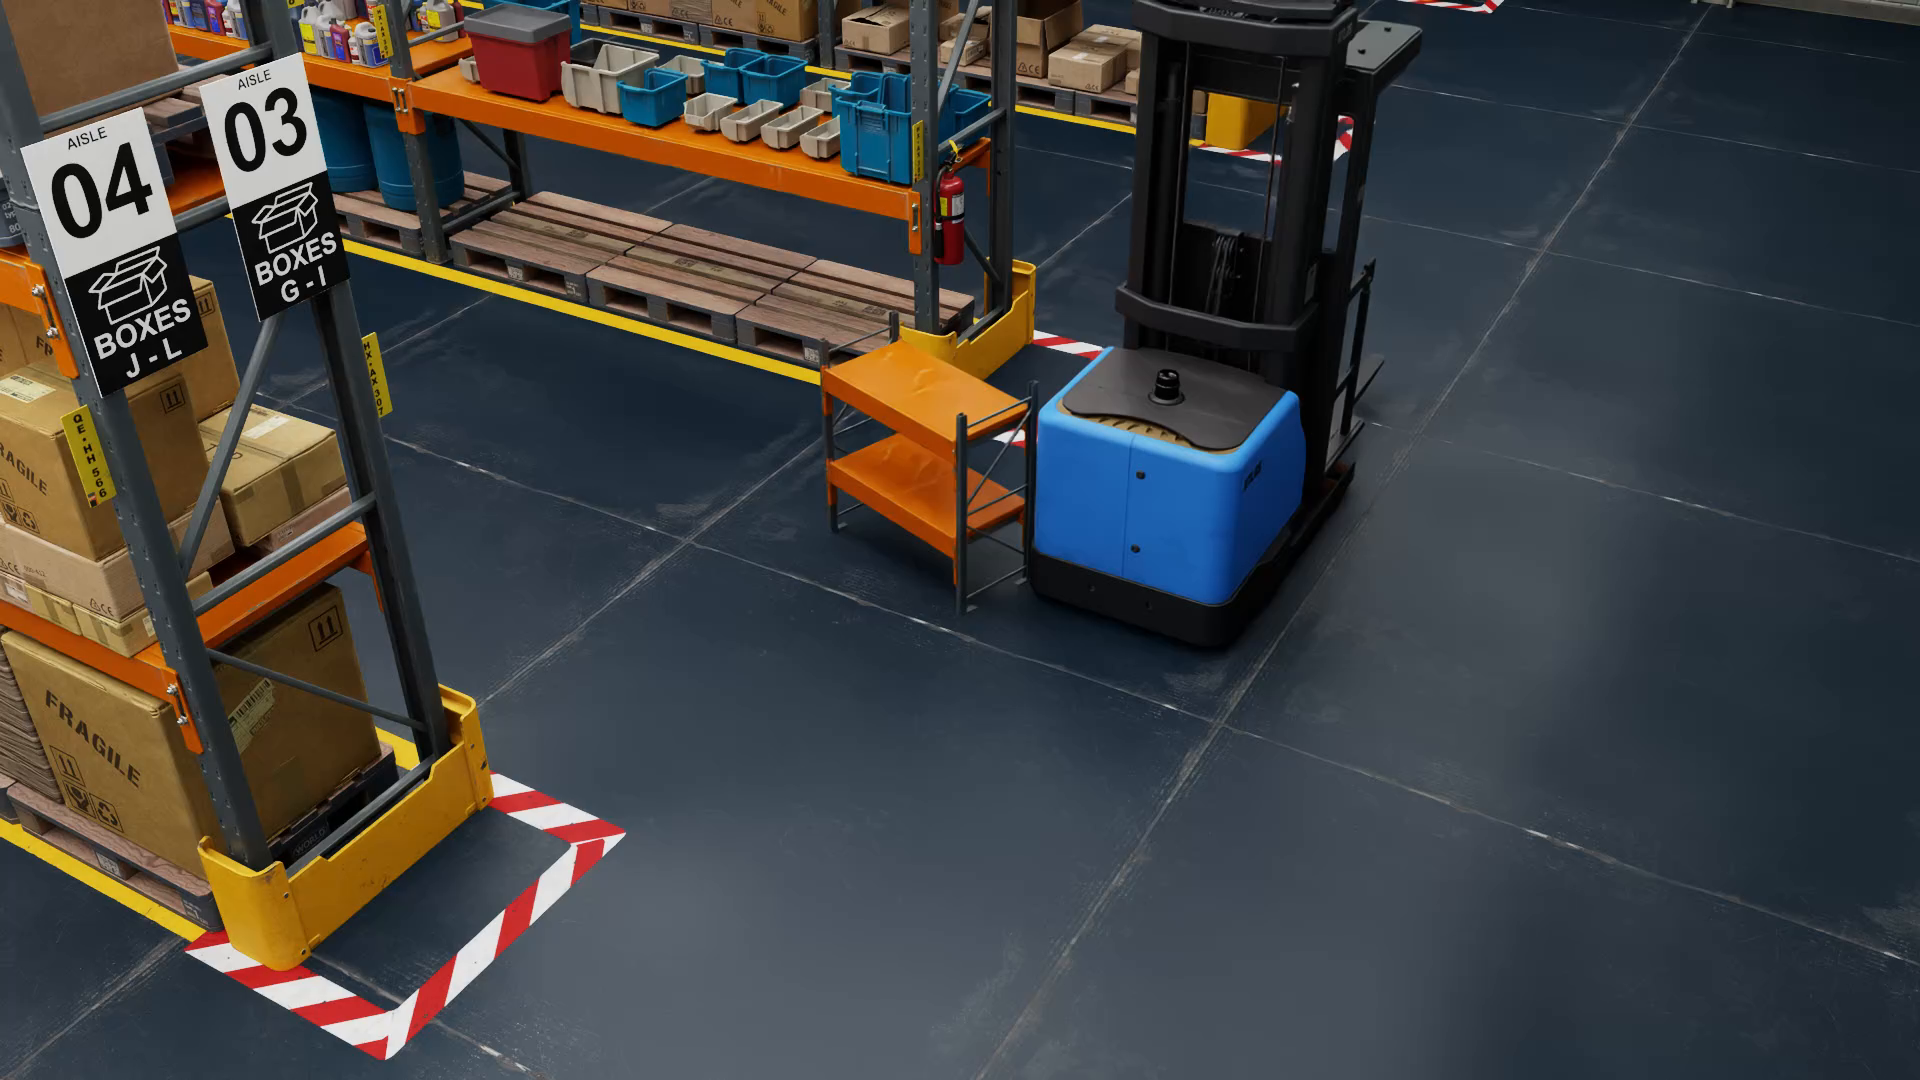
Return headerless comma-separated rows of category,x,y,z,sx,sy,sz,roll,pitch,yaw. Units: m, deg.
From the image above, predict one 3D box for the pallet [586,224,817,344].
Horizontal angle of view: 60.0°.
pallet,-1.720,-1.741,11.174,1.213,0.211,1.003,18,37,24

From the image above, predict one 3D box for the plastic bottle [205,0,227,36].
plastic bottle,-5.241,-3.706,11.714,0.133,0.283,0.061,18,37,24

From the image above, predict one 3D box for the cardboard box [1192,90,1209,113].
cardboard box,1.898,-3.876,13.723,0.500,0.500,0.500,18,37,24

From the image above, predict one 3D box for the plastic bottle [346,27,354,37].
plastic bottle,-4.144,-3.375,11.291,0.097,0.201,0.097,0,34,0

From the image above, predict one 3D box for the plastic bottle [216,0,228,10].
plastic bottle,-5.217,-3.744,11.782,0.097,0.271,0.097,0,34,0

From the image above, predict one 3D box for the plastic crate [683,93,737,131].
plastic crate,-1.531,-2.596,10.126,0.250,0.136,0.298,18,37,24

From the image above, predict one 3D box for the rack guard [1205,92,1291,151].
rack guard,2.427,-3.683,13.830,0.348,0.500,1.175,18,37,24

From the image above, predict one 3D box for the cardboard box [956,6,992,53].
cardboard box,0.306,-4.640,15.041,0.500,0.311,0.500,18,37,24

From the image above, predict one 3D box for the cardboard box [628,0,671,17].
cardboard box,-2.854,-5.360,15.951,0.500,0.500,0.500,16,37,23

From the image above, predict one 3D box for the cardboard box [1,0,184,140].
cardboard box,-2.904,-1.560,5.121,0.500,0.500,0.700,15,37,22

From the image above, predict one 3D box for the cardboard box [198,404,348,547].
cardboard box,-2.709,-0.260,6.301,0.500,0.250,0.500,17,37,23

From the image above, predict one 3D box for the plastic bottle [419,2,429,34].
plastic bottle,-3.773,-3.703,11.784,0.097,0.201,0.097,0,34,0

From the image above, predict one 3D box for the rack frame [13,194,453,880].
rack frame,-2.426,0.063,5.948,0.127,3.000,1.000,18,37,24

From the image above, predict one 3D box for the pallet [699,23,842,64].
pallet,-1.705,-4.848,15.839,1.213,0.211,1.003,18,37,24

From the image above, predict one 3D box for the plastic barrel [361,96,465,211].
plastic barrel,-3.905,-2.879,11.882,0.708,0.901,0.600,18,37,24

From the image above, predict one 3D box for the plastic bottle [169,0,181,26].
plastic bottle,-5.609,-3.829,11.910,0.097,0.271,0.097,0,34,0

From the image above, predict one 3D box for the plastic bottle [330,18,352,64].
plastic bottle,-4.167,-3.366,11.204,0.133,0.283,0.061,18,37,24

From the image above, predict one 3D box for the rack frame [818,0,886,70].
rack frame,-0.980,-5.803,14.758,0.127,3.000,1.000,18,37,24

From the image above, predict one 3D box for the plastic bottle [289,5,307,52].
plastic bottle,-4.562,-3.546,11.413,0.185,0.351,0.144,18,37,24

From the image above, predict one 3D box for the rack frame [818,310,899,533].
rack frame,-0.506,-0.606,8.645,0.500,1.125,0.032,-27,42,-34

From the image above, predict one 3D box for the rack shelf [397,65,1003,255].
rack shelf,-1.705,-2.571,10.553,4.000,0.370,1.077,18,37,24

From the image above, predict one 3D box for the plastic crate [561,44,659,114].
plastic crate,-2.207,-2.887,10.432,0.530,0.282,0.437,18,37,24

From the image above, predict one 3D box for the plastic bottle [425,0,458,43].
plastic bottle,-3.621,-3.663,11.590,0.185,0.351,0.144,18,37,24

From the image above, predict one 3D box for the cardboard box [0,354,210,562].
cardboard box,-2.979,-0.318,5.711,0.500,0.500,0.500,18,38,25

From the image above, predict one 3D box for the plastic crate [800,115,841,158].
plastic crate,-0.766,-2.372,9.790,0.243,0.136,0.396,18,37,24

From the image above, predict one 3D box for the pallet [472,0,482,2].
pallet,-5.149,-5.987,17.551,1.213,0.211,1.003,18,37,24

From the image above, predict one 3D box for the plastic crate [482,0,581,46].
plastic crate,-2.867,-3.474,11.221,0.575,0.384,0.392,18,37,24

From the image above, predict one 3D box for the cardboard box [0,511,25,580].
cardboard box,-3.419,-0.143,6.126,0.500,0.250,0.500,17,37,24

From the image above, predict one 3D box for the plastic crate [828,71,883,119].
plastic crate,-0.591,-2.683,10.169,0.300,0.233,0.416,18,37,24

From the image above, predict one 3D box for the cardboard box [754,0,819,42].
cardboard box,-1.551,-4.943,15.325,0.500,0.500,0.500,17,37,24

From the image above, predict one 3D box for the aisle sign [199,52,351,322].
aisle sign,-2.215,-1.143,5.415,0.004,0.787,0.394,18,37,24

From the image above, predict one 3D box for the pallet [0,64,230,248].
pallet,-3.075,-1.347,5.440,1.213,0.211,1.003,18,37,24

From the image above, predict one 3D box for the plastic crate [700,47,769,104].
plastic crate,-1.423,-2.946,10.565,0.300,0.233,0.416,18,37,24

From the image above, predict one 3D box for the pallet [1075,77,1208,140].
pallet,1.734,-3.782,14.239,1.213,0.211,1.003,18,37,24

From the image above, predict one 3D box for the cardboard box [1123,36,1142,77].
cardboard box,1.727,-4.165,14.382,0.500,0.250,0.500,18,37,24

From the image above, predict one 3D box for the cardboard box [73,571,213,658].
cardboard box,-2.899,0.229,5.927,0.250,0.149,0.380,18,38,25

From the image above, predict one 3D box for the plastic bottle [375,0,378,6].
plastic bottle,-4.144,-3.821,11.960,0.097,0.201,0.097,0,34,0

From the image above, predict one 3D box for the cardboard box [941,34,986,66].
cardboard box,0.033,-4.354,14.741,0.250,0.166,0.380,18,37,24

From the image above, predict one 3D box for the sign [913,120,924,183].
sign,-0.227,-2.119,9.078,0.005,0.325,0.100,18,37,24

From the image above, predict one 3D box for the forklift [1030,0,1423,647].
forklift,1.515,-1.505,8.366,1.130,2.935,3.031,17,37,24

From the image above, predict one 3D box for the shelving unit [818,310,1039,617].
shelving unit,-0.165,-0.397,8.332,0.538,1.125,1.048,-27,42,-34
